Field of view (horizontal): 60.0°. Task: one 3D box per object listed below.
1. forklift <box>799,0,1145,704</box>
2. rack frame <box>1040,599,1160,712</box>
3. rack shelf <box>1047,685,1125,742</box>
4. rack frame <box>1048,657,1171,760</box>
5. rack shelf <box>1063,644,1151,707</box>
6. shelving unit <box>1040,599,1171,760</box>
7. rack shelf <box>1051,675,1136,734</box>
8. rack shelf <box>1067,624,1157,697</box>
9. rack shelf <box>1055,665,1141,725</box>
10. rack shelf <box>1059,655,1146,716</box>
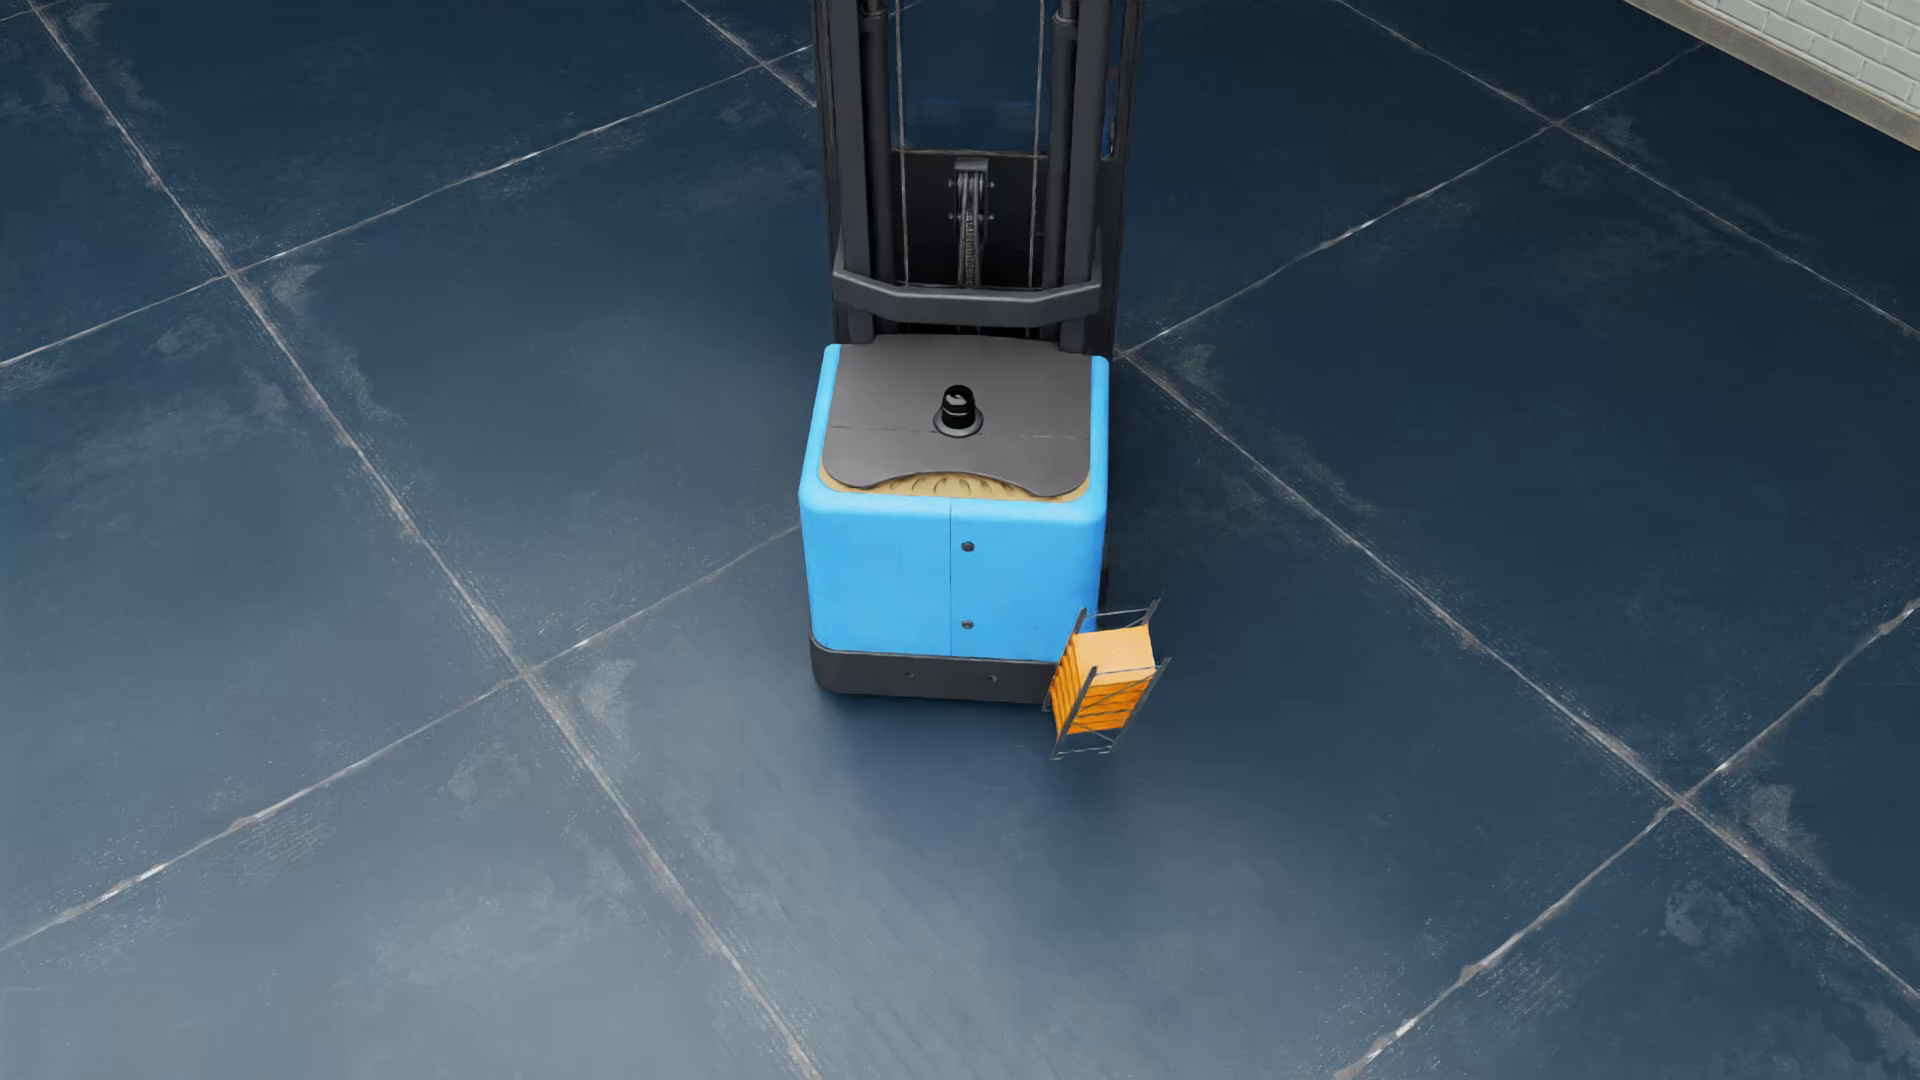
[{"bbox_3d":[0.071,-1.470,6.103,1.130,2.935,3.031,3,48,3],"label":"forklift"},{"bbox_3d":[0.447,0.402,5.537,0.240,1.200,0.006,-6,70,-6],"label":"rack frame"},{"bbox_3d":[0.444,0.587,5.772,0.258,0.103,0.180,-6,70,-6],"label":"rack shelf"},{"bbox_3d":[0.473,0.572,5.474,0.240,1.200,0.006,-6,70,-6],"label":"rack frame"},{"bbox_3d":[0.471,0.419,5.323,0.258,0.103,0.180,-6,70,-6],"label":"rack shelf"},{"bbox_3d":[0.460,0.487,5.506,0.258,1.200,0.189,-6,70,-6],"label":"shelving unit"},{"bbox_3d":[0.451,0.545,5.659,0.258,0.103,0.180,-6,70,-6],"label":"rack shelf"},{"bbox_3d":[0.478,0.377,5.211,0.258,0.103,0.180,-6,70,-6],"label":"rack shelf"},{"bbox_3d":[0.458,0.503,5.547,0.258,0.103,0.180,-6,70,-6],"label":"rack shelf"},{"bbox_3d":[0.464,0.461,5.435,0.258,0.103,0.180,-6,70,-6],"label":"rack shelf"}]
